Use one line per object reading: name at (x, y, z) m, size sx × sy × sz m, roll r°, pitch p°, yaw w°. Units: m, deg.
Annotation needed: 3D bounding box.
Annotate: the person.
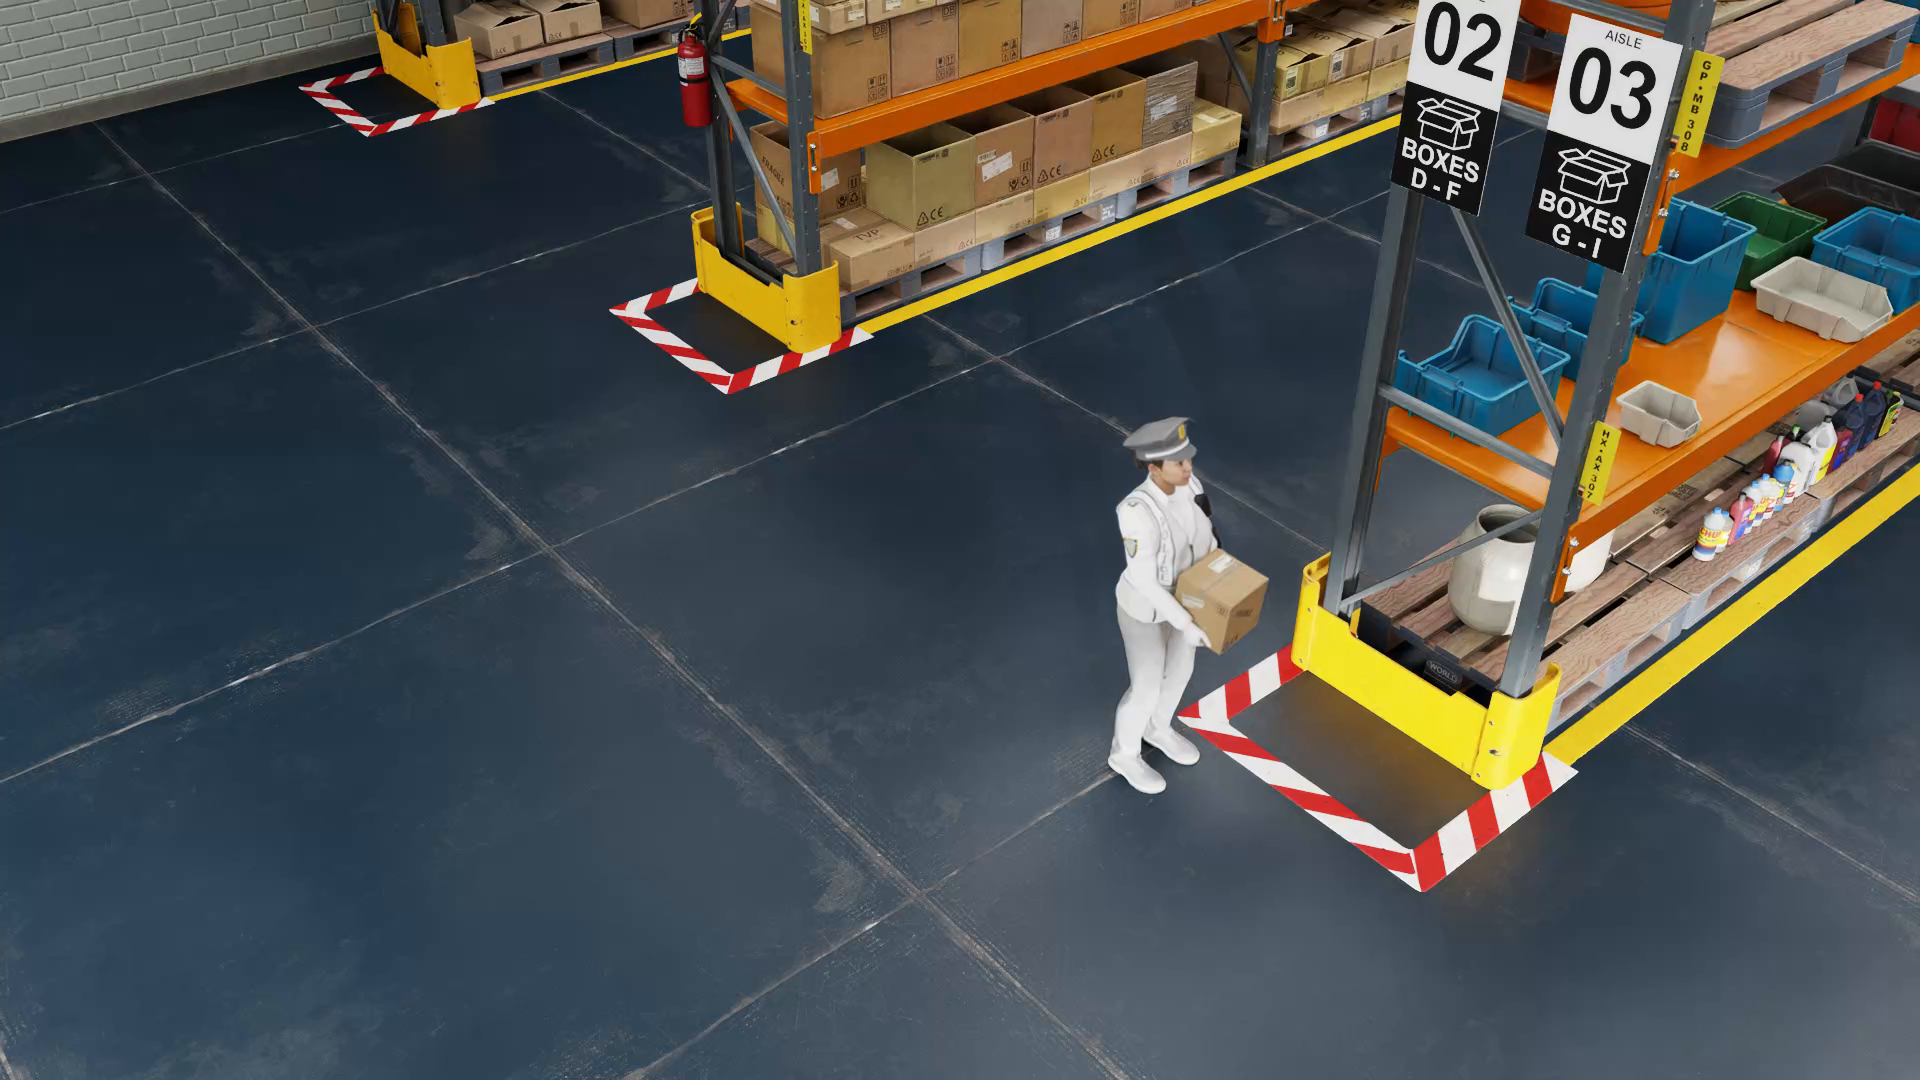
person at (0.866, 0.271, 6.675) m, size 0.554 × 1.695 × 0.467 m, roll 25°, pitch 43°, yaw 30°
